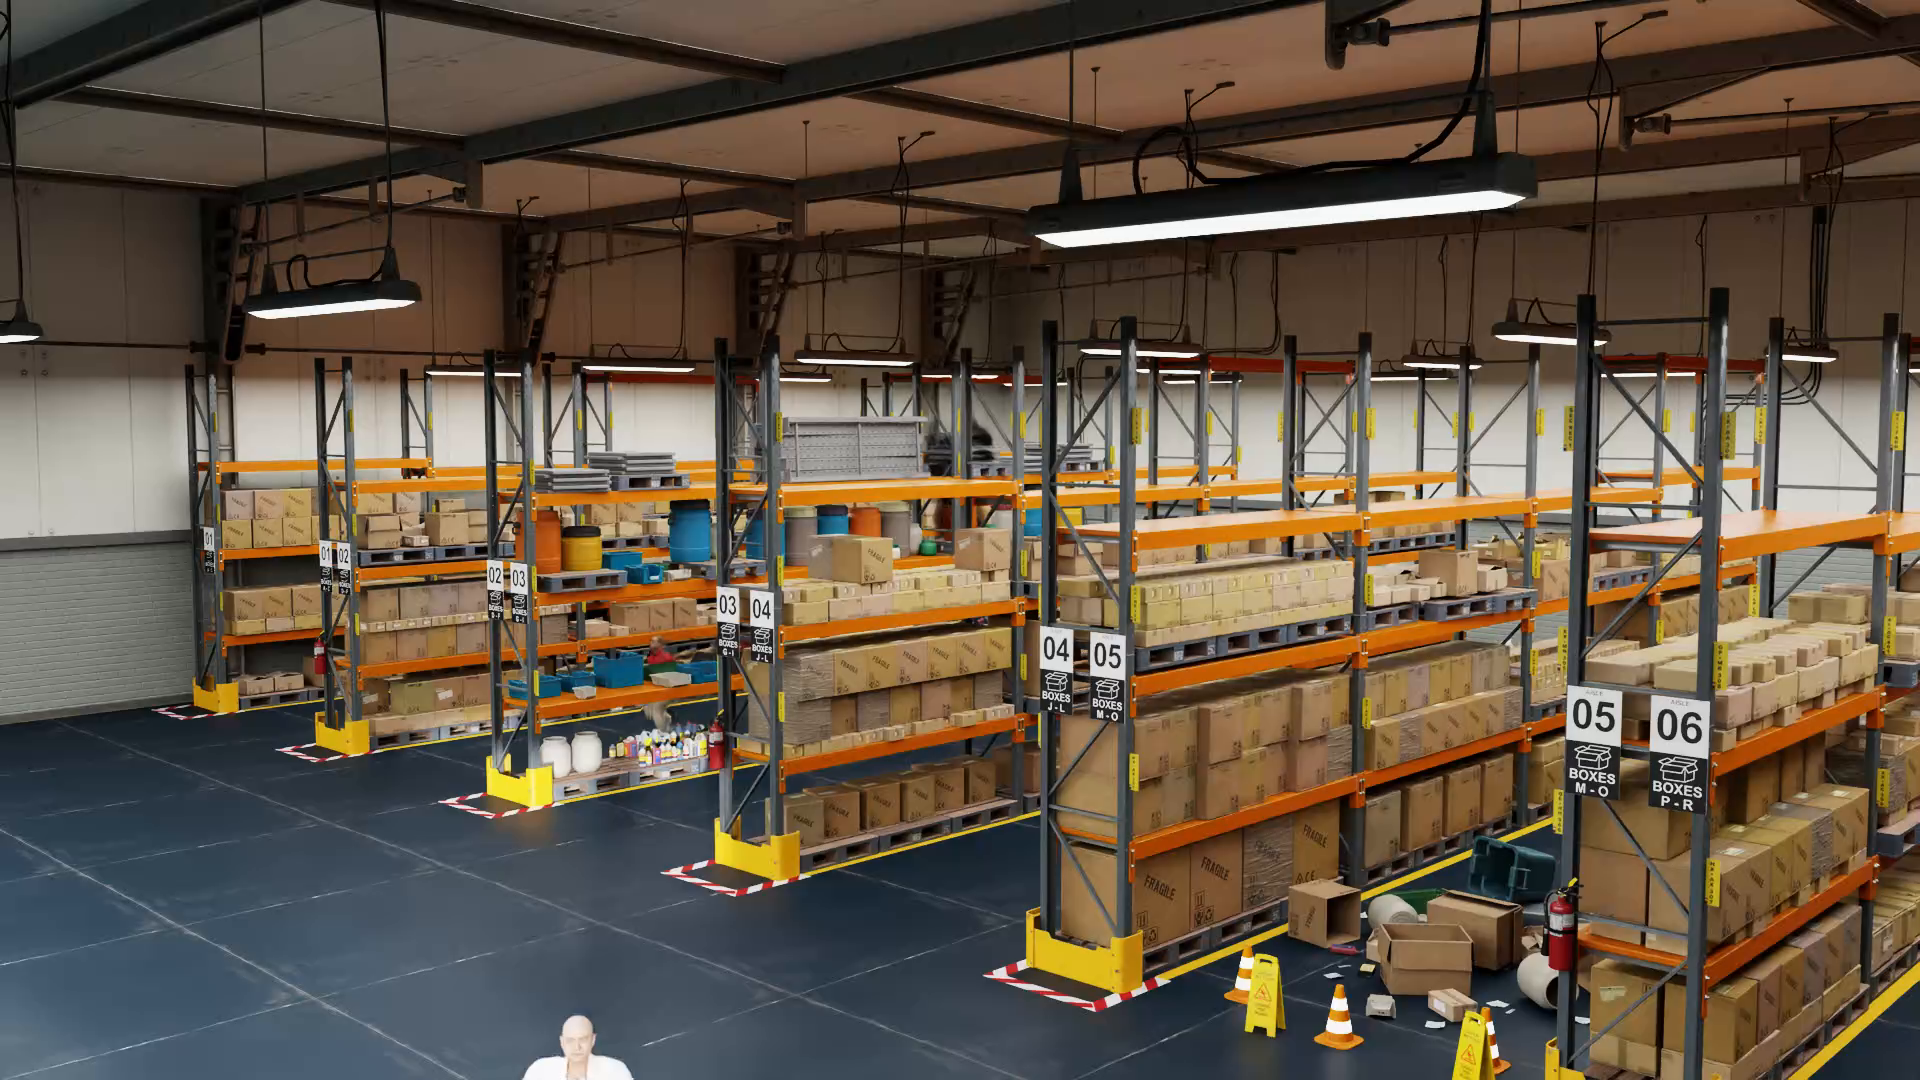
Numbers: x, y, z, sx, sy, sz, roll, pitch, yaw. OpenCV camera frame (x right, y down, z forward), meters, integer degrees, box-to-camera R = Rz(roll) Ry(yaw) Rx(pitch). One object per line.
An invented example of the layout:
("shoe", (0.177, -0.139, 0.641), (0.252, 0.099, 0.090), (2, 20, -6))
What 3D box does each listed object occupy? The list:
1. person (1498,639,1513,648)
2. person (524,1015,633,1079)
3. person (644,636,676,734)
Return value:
("person", (8.182, 2.389, 24.877), (0.781, 1.843, 0.628), (-4, 6, -43))
("person", (-2.134, 3.557, 9.323), (0.694, 1.824, 0.875), (-1, 4, -10))
("person", (-4.678, 2.338, 26.020), (0.653, 1.700, 0.647), (4, 6, 41))
